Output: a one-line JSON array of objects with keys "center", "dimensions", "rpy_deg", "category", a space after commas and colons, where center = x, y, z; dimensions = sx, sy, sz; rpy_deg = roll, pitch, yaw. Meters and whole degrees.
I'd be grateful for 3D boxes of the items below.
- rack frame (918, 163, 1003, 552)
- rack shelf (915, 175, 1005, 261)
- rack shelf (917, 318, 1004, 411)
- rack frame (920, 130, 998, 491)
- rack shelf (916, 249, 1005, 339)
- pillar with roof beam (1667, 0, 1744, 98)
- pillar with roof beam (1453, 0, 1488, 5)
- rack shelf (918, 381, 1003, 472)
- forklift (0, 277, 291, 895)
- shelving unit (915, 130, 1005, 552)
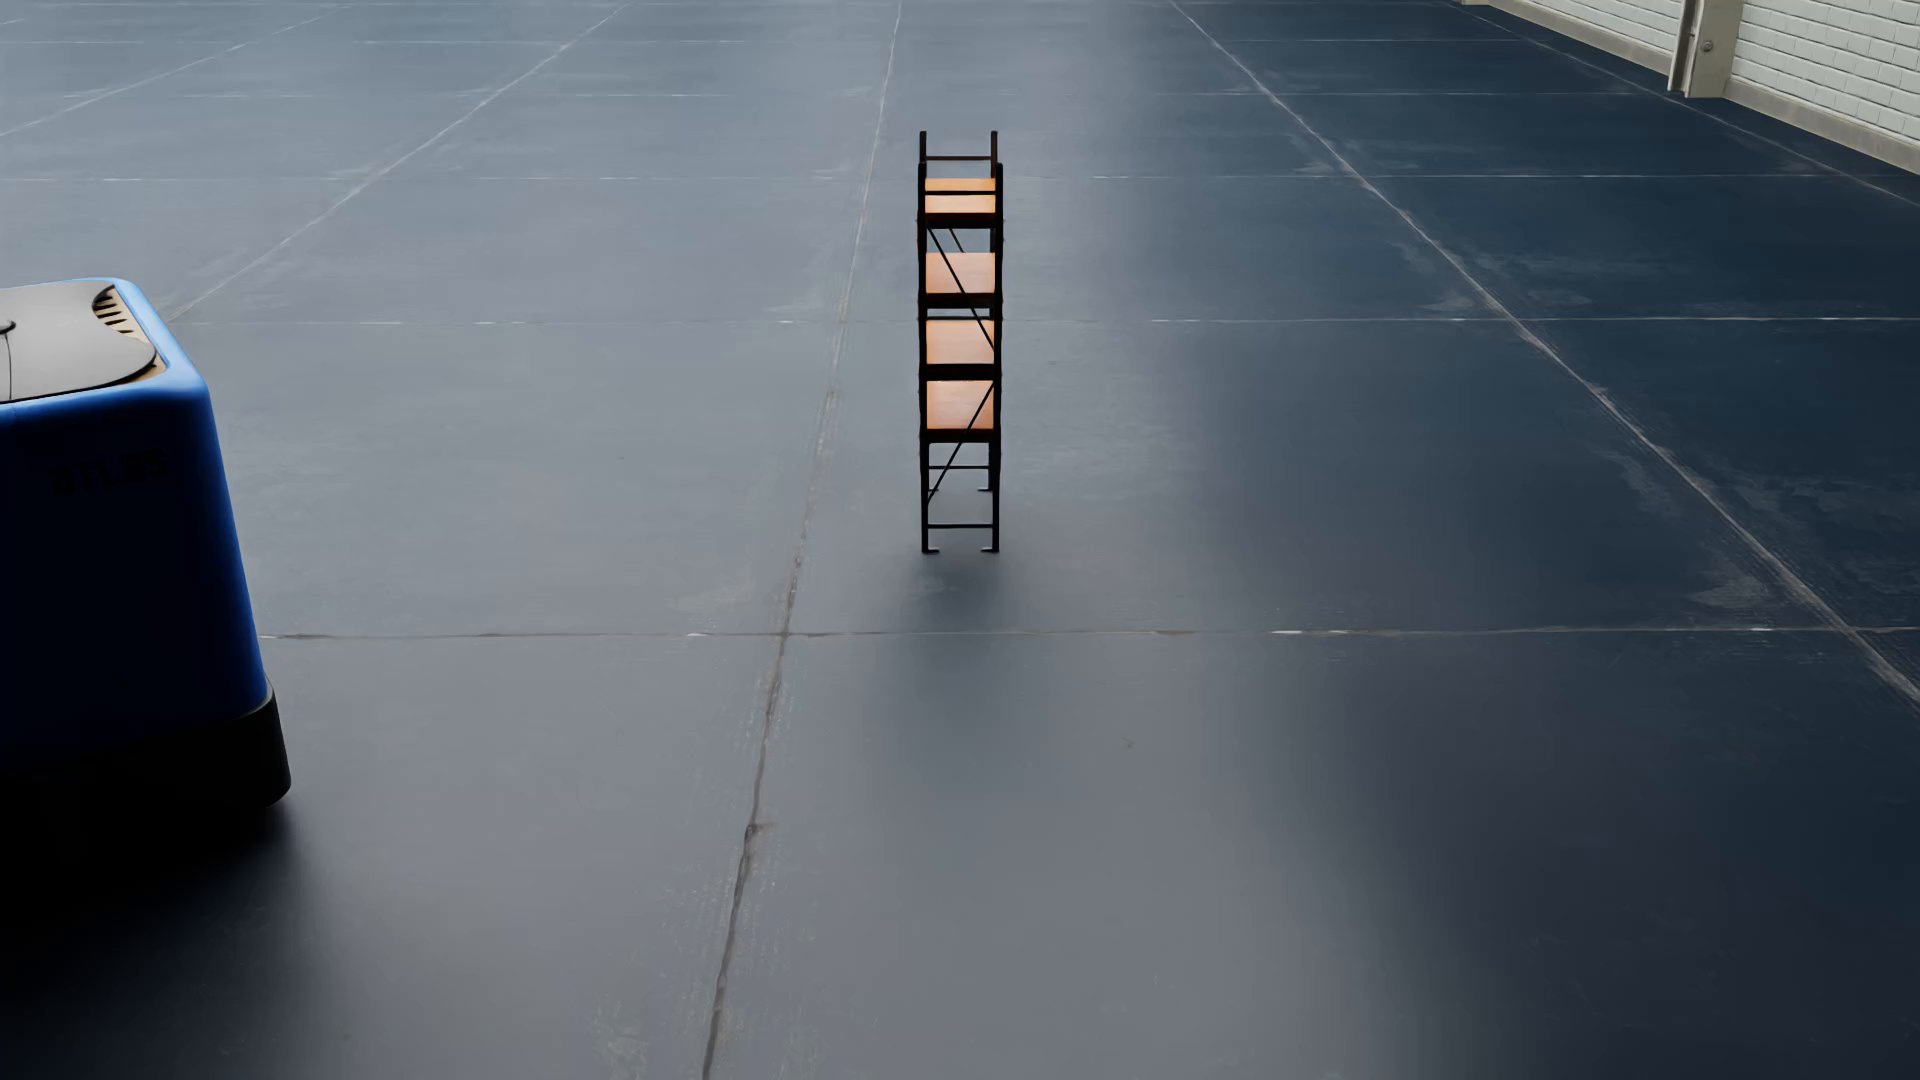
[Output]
[{"center": [0.001, -0.514, 4.931], "dimensions": [0.240, 1.200, 0.015], "rpy_deg": [0, 24, -1], "category": "rack frame"}, {"center": [-0.002, -0.973, 4.992], "dimensions": [0.258, 0.148, 0.480], "rpy_deg": [0, 24, -1], "category": "rack shelf"}, {"center": [-0.002, -0.554, 5.181], "dimensions": [0.258, 0.148, 0.480], "rpy_deg": [0, 24, -1], "category": "rack shelf"}, {"center": [-0.004, -0.715, 5.376], "dimensions": [0.240, 1.200, 0.015], "rpy_deg": [0, 24, -1], "category": "rack frame"}, {"center": [-0.002, -0.757, 5.089], "dimensions": [0.258, 0.148, 0.480], "rpy_deg": [0, 24, -1], "category": "rack shelf"}, {"center": [1.422, -7.554, 11.032], "dimensions": [9.100, 9.000, 0.400], "rpy_deg": [0, 24, -1], "category": "pillar with roof beam"}, {"center": [1.357, -10.026, 16.498], "dimensions": [9.100, 9.000, 0.400], "rpy_deg": [0, 24, -1], "category": "pillar with roof beam"}, {"center": [-0.002, -0.373, 5.263], "dimensions": [0.258, 0.148, 0.480], "rpy_deg": [0, 24, -1], "category": "rack shelf"}, {"center": [-3.053, -0.526, 2.857], "dimensions": [3.031, 2.935, 1.130], "rpy_deg": [-15, 28, -30], "category": "forklift"}, {"center": [-0.002, -0.615, 5.154], "dimensions": [0.258, 1.200, 0.503], "rpy_deg": [0, 24, -1], "category": "shelving unit"}]
